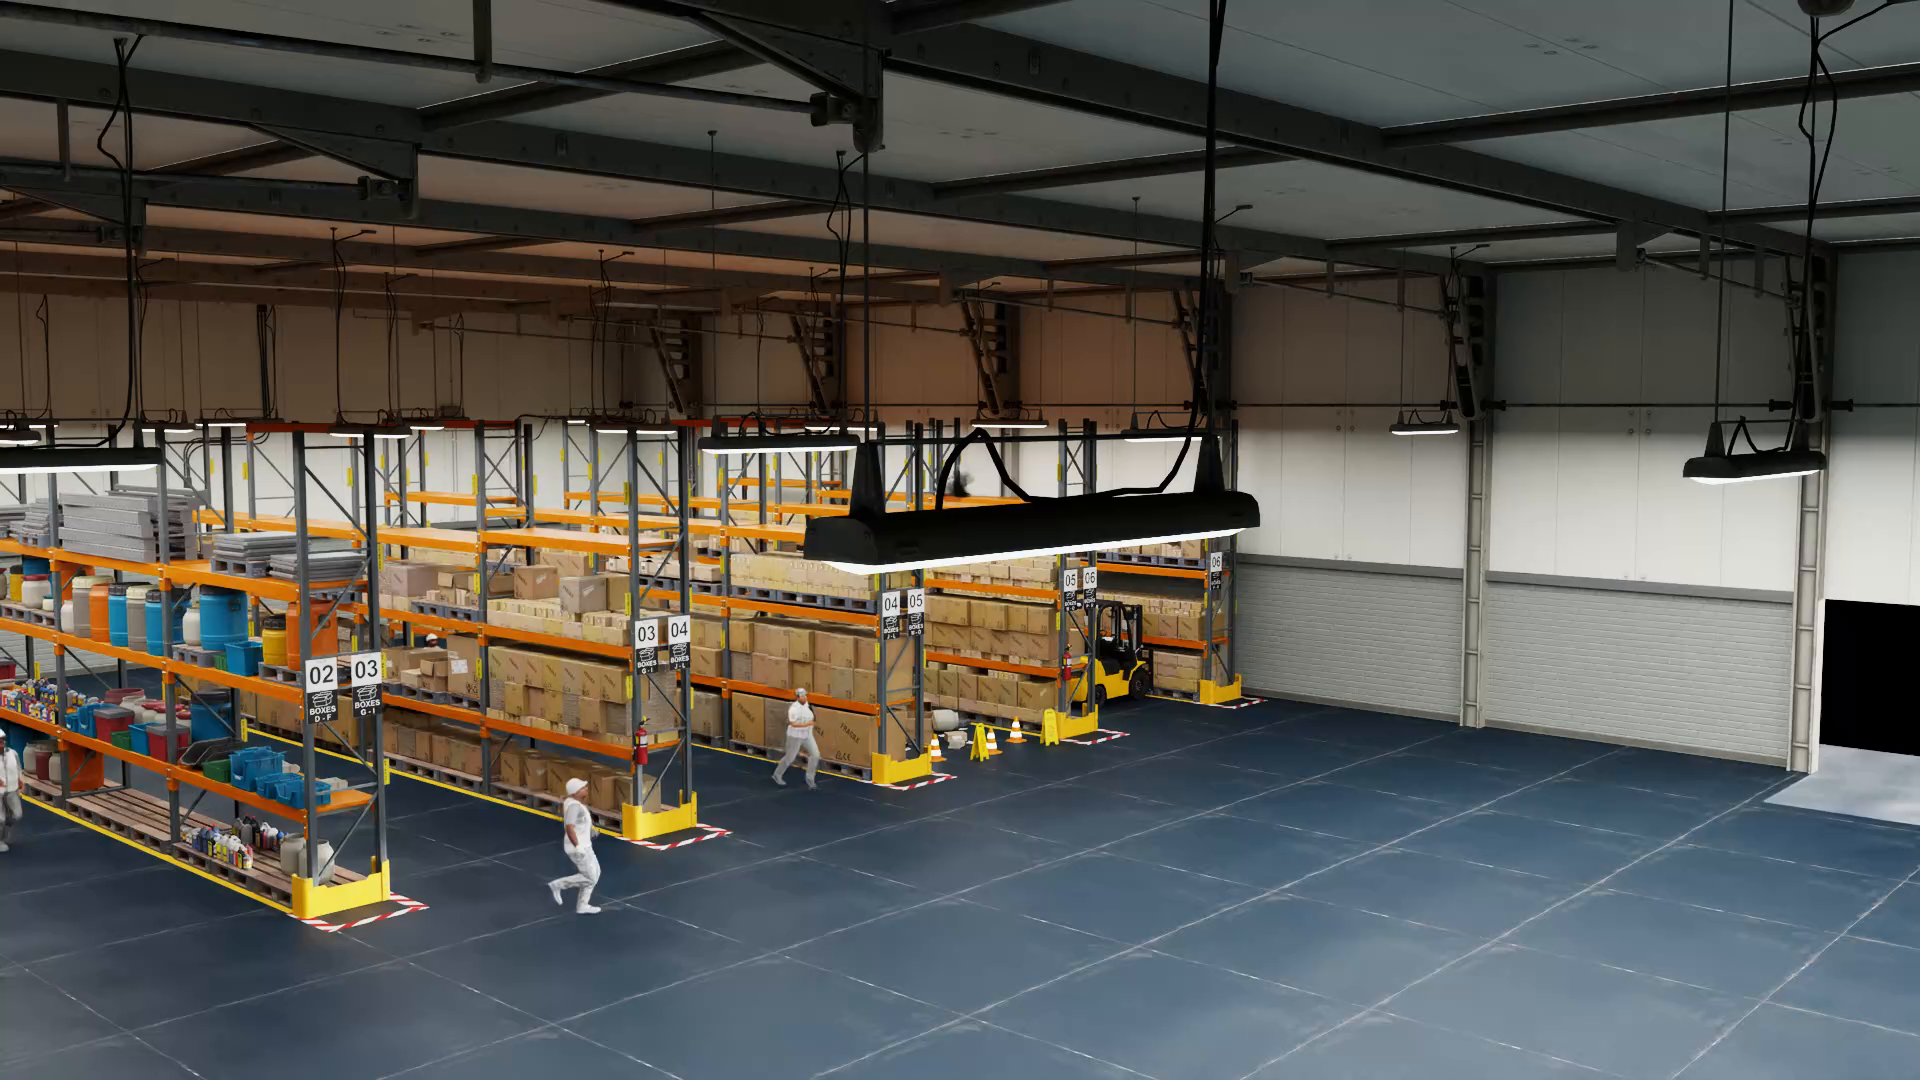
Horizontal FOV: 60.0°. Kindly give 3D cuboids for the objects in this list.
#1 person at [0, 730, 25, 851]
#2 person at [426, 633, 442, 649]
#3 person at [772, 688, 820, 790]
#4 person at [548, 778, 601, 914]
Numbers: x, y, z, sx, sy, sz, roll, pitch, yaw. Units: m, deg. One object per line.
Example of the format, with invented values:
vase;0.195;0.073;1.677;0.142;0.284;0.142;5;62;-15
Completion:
person;-13.551;3.545;23.555;0.571;1.731;0.655;4;6;38
person;-10.551;2.733;33.430;0.569;1.721;0.674;4;6;41
person;-2.661;3.272;27.409;0.876;1.711;0.609;3;6;36
person;-4.773;3.792;20.570;0.641;1.709;0.678;-1;5;-15
